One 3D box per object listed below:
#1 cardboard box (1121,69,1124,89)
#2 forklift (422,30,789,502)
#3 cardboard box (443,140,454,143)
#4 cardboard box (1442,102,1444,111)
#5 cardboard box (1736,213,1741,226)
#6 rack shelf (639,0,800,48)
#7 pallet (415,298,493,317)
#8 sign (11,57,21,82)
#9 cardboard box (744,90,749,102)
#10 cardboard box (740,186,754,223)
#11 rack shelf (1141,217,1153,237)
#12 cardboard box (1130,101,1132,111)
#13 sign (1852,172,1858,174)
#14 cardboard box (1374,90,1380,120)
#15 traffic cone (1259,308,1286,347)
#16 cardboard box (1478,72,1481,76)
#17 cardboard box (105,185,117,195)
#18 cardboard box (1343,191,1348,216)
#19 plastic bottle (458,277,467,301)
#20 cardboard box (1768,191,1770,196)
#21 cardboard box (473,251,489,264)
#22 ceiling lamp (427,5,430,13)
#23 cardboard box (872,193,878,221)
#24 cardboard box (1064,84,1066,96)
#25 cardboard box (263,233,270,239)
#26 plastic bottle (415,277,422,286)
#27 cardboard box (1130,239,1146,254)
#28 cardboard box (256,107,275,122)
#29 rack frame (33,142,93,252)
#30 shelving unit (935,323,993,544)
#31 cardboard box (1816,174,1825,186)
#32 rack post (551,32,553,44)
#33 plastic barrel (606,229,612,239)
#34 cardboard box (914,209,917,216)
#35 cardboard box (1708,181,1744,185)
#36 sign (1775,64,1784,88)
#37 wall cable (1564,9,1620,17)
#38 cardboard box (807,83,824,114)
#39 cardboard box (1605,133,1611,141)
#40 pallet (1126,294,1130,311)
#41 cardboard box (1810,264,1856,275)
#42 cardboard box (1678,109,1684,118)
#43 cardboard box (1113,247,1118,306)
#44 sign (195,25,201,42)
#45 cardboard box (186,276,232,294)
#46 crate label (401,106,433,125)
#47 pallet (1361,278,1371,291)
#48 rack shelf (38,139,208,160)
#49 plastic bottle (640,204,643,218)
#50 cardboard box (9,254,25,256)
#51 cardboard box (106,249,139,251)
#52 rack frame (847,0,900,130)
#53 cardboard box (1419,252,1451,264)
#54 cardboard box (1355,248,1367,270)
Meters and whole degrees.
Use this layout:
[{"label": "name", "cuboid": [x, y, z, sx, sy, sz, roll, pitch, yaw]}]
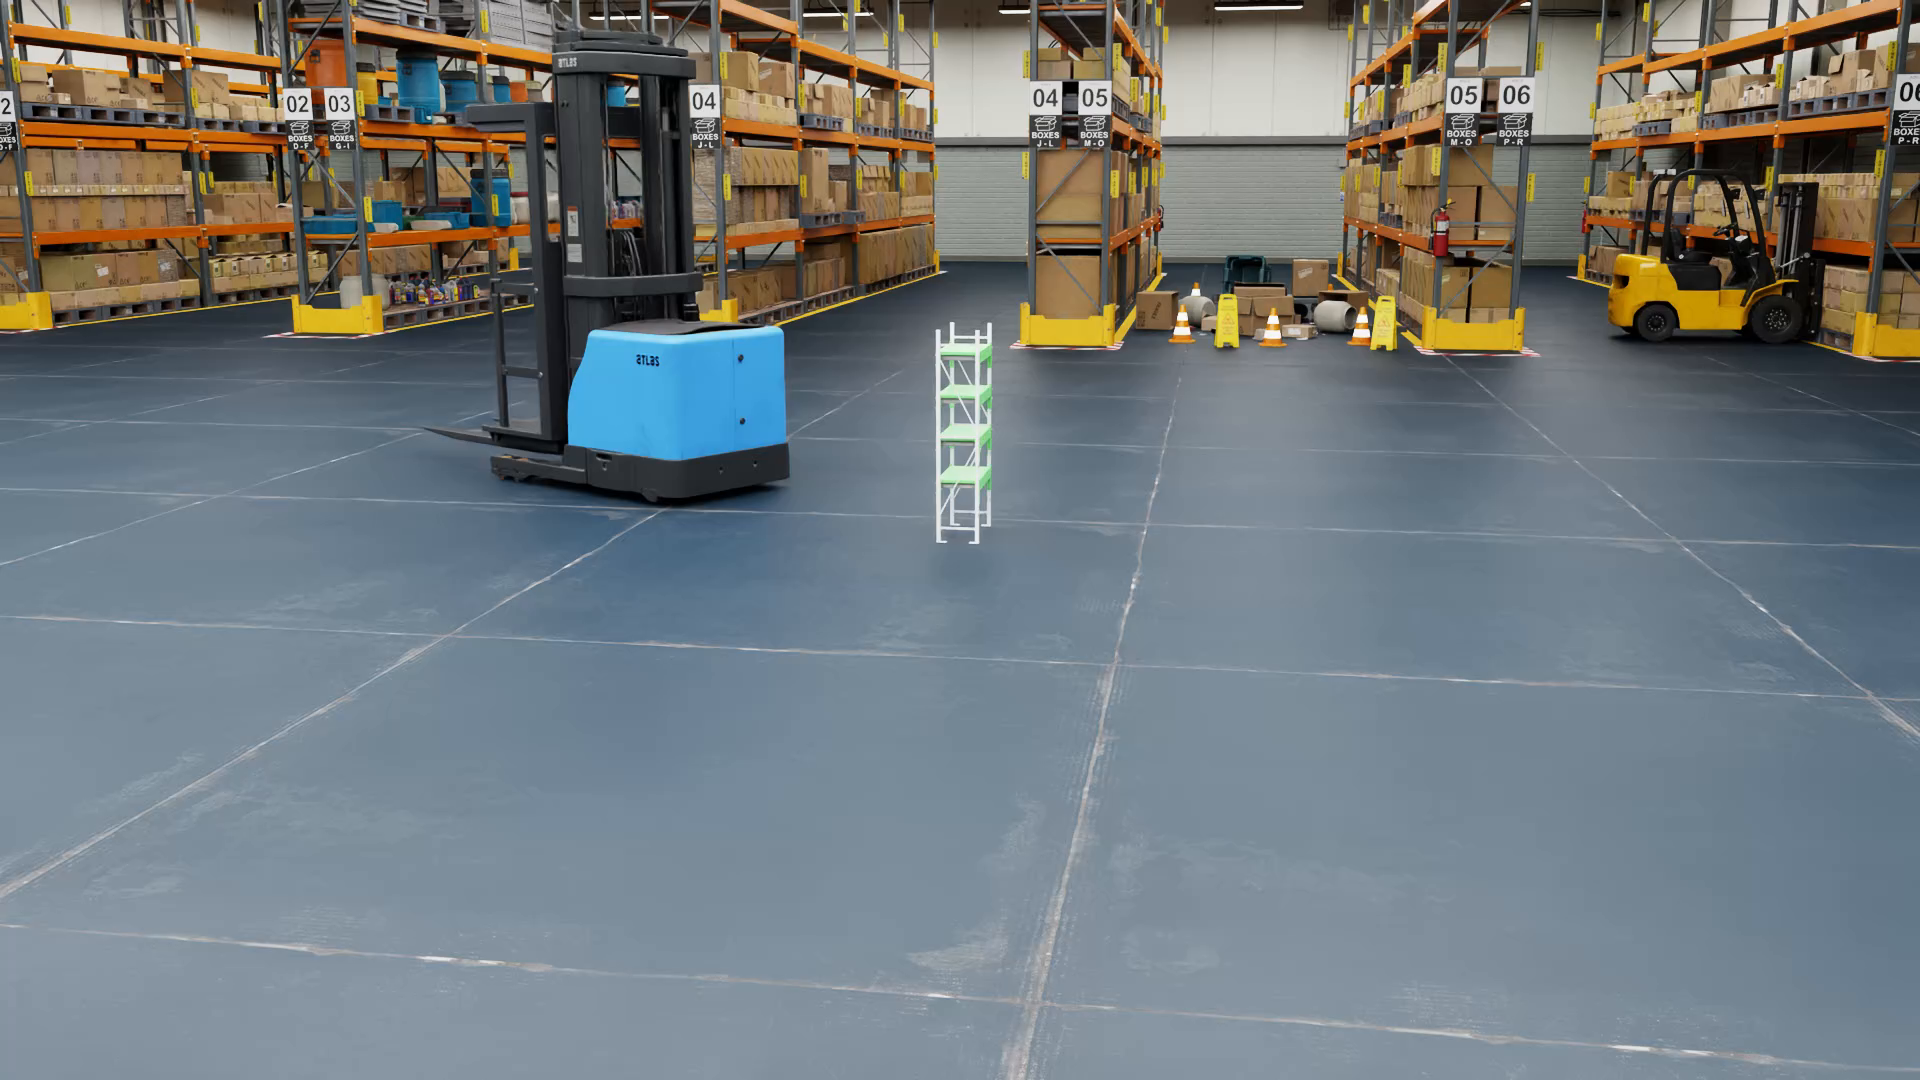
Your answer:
[{"label": "cardboard box", "cuboid": [1.916, -6.142, 22.168, 0.500, 0.250, 0.500, 2, 12, 8]}, {"label": "forklift", "cuboid": [-2.597, -1.900, 11.351, 3.031, 2.935, 1.130, 10, 16, 38]}, {"label": "cardboard box", "cuboid": [-11.071, -8.533, 35.206, 0.500, 0.250, 0.500, 2, 12, 9]}, {"label": "cardboard box", "cuboid": [6.042, -5.229, 20.114, 0.380, 0.149, 0.250, 2, 12, 9]}, {"label": "cardboard box", "cuboid": [11.781, -4.722, 24.642, 0.500, 0.250, 0.500, 2, 12, 9]}, {"label": "rack shelf", "cuboid": [-3.221, -7.119, 22.883, 1.077, 0.370, 4.000, 2, 12, 9]}, {"label": "pallet", "cuboid": [-7.952, -3.615, 25.767, 1.003, 0.211, 1.213, 2, 12, 9]}, {"label": "sign", "cuboid": [-12.769, -6.358, 22.494, 0.100, 0.325, 0.005, 2, 12, 9]}, {"label": "cardboard box", "cuboid": [-3.052, -5.973, 22.381, 0.380, 0.149, 0.250, 2, 12, 9]}, {"label": "cardboard box", "cuboid": [-3.339, -4.642, 22.970, 0.875, 0.500, 0.500, 2, 12, 9]}, {"label": "rack shelf", "cuboid": [2.894, -5.672, 30.399, 1.077, 0.370, 4.000, 2, 12, 9]}, {"label": "cardboard box", "cuboid": [2.444, -6.655, 25.498, 0.380, 0.149, 0.250, 2, 12, 9]}, {"label": "sign", "cuboid": [12.332, -4.919, 22.957, 0.100, 0.325, 0.005, 2, 12, 9]}, {"label": "cardboard box", "cuboid": [7.458, -7.401, 28.359, 0.700, 0.500, 0.500, 1, 12, 6]}, {"label": "traffic cone", "cuboid": [3.905, -2.659, 20.732, 0.336, 0.463, 0.334, 2, 12, 9]}, {"label": "cardboard box", "cuboid": [6.697, -5.811, 20.919, 0.380, 0.149, 0.250, 2, 12, 8]}, {"label": "cardboard box", "cuboid": [-12.807, -5.206, 24.753, 0.380, 0.149, 0.250, 2, 12, 9]}, {"label": "cardboard box", "cuboid": [8.366, -7.091, 35.041, 0.500, 0.500, 0.500, 2, 12, 8]}, {"label": "plastic bottle", "cuboid": [-7.652, -3.853, 25.498, 0.144, 0.351, 0.185, 1, 12, 6]}, {"label": "cardboard box", "cuboid": [11.617, -4.919, 23.423, 0.380, 0.149, 0.250, 2, 12, 11]}, {"label": "cardboard box", "cuboid": [-10.872, -6.329, 37.223, 0.500, 0.250, 0.500, 2, 12, 9]}, {"label": "ceiling lamp", "cuboid": [-12.843, -14.199, 40.162, 2.000, 3.185, 0.800, 2, 12, 9]}, {"label": "cardboard box", "cuboid": [-1.803, -6.144, 30.647, 0.500, 0.500, 0.500, 2, 12, 8]}, {"label": "cardboard box", "cuboid": [1.151, -5.726, 21.183, 0.380, 0.149, 0.250, 2, 12, 9]}, {"label": "cardboard box", "cuboid": [-16.055, -6.962, 38.075, 0.380, 0.149, 0.250, 2, 12, 9]}, {"label": "plastic bottle", "cuboid": [-8.342, -3.882, 25.631, 0.144, 0.351, 0.185, 2, 12, 10]}, {"label": "cardboard box", "cuboid": [3.178, -5.409, 30.630, 0.500, 0.250, 0.500, 1, 12, 6]}, {"label": "cardboard box", "cuboid": [-12.263, -7.384, 28.876, 0.500, 0.250, 0.500, 2, 12, 8]}, {"label": "rack frame", "cuboid": [-16.982, -6.270, 31.469, 1.000, 3.000, 0.127, 2, 12, 9]}, {"label": "shelving unit", "cuboid": [0.025, -0.621, 9.527, 0.258, 1.200, 0.503, 2, 12, 9]}, {"label": "cardboard box", "cuboid": [11.322, -4.659, 21.509, 0.380, 0.149, 0.250, 2, 12, 8]}, {"label": "rack post", "cuboid": [-7.122, -8.997, 30.061, 0.954, 0.300, 0.937, 2, 12, 9]}, {"label": "plastic barrel", "cuboid": [-6.787, -5.701, 32.813, 0.600, 0.901, 0.708, 2, 12, 9]}, {"label": "cardboard box", "cuboid": [-1.110, -6.819, 34.613, 0.380, 0.149, 0.250, 2, 12, 9]}, {"label": "cardboard box", "cuboid": [12.632, -5.664, 27.421, 0.500, 0.500, 0.500, 2, 12, 11]}, {"label": "sign", "cuboid": [11.246, -6.364, 22.807, 0.100, 0.325, 0.005, 2, 12, 9]}, {"label": "wall cable", "cuboid": [15.762, -13.758, 38.771, 2.988, 3.039, 0.133, 2, 12, 9]}, {"label": "cardboard box", "cuboid": [-2.600, -6.969, 26.349, 0.797, 0.503, 0.637, 2, 12, 11]}, {"label": "cardboard box", "cuboid": [13.106, -8.046, 33.185, 0.380, 0.149, 0.250, 2, 12, 8]}, {"label": "pallet", "cuboid": [2.201, -3.829, 26.760, 1.003, 0.211, 1.213, 2, 12, 9]}, {"label": "cardboard box", "cuboid": [11.157, -3.415, 21.378, 0.500, 0.250, 0.500, 2, 12, 8]}, {"label": "cardboard box", "cuboid": [12.439, -7.244, 28.277, 0.380, 0.149, 0.250, 2, 12, 10]}, {"label": "cardboard box", "cuboid": [1.806, -3.812, 24.110, 0.875, 0.875, 0.875, 2, 12, 10]}, {"label": "sign", "cuboid": [-15.829, -10.516, 34.524, 0.100, 0.325, 0.005, 2, 12, 9]}, {"label": "cardboard box", "cuboid": [-12.395, -4.215, 27.462, 0.500, 0.250, 0.500, 2, 12, 7]}, {"label": "crate label", "cuboid": [-7.809, -6.057, 23.710, 0.502, 0.251, 0.408, 2, 12, 9]}, {"label": "pallet", "cuboid": [8.064, -4.774, 31.146, 1.003, 0.211, 1.213, 2, 12, 9]}, {"label": "rack shelf", "cuboid": [-16.674, -7.801, 33.160, 1.077, 0.370, 4.000, 2, 12, 9]}, {"label": "plastic bottle", "cuboid": [-6.375, -6.553, 33.074, 0.152, 0.276, 0.135, 2, 12, 9]}, {"label": "cardboard box", "cuboid": [-17.284, -4.904, 30.018, 0.700, 0.500, 0.500, 2, 12, 8]}, {"label": "cardboard box", "cuboid": [-13.152, -4.315, 26.145, 0.500, 0.500, 0.500, 2, 12, 9]}, {"label": "rack frame", "cuboid": [-1.683, -9.554, 32.466, 1.000, 3.000, 0.127, 2, 12, 9]}, {"label": "cardboard box", "cuboid": [6.161, -3.653, 21.535, 0.380, 0.149, 0.250, 2, 12, 10]}, {"label": "cardboard box", "cuboid": [8.589, -5.754, 34.160, 0.875, 0.438, 0.875, 2, 12, 10]}]
